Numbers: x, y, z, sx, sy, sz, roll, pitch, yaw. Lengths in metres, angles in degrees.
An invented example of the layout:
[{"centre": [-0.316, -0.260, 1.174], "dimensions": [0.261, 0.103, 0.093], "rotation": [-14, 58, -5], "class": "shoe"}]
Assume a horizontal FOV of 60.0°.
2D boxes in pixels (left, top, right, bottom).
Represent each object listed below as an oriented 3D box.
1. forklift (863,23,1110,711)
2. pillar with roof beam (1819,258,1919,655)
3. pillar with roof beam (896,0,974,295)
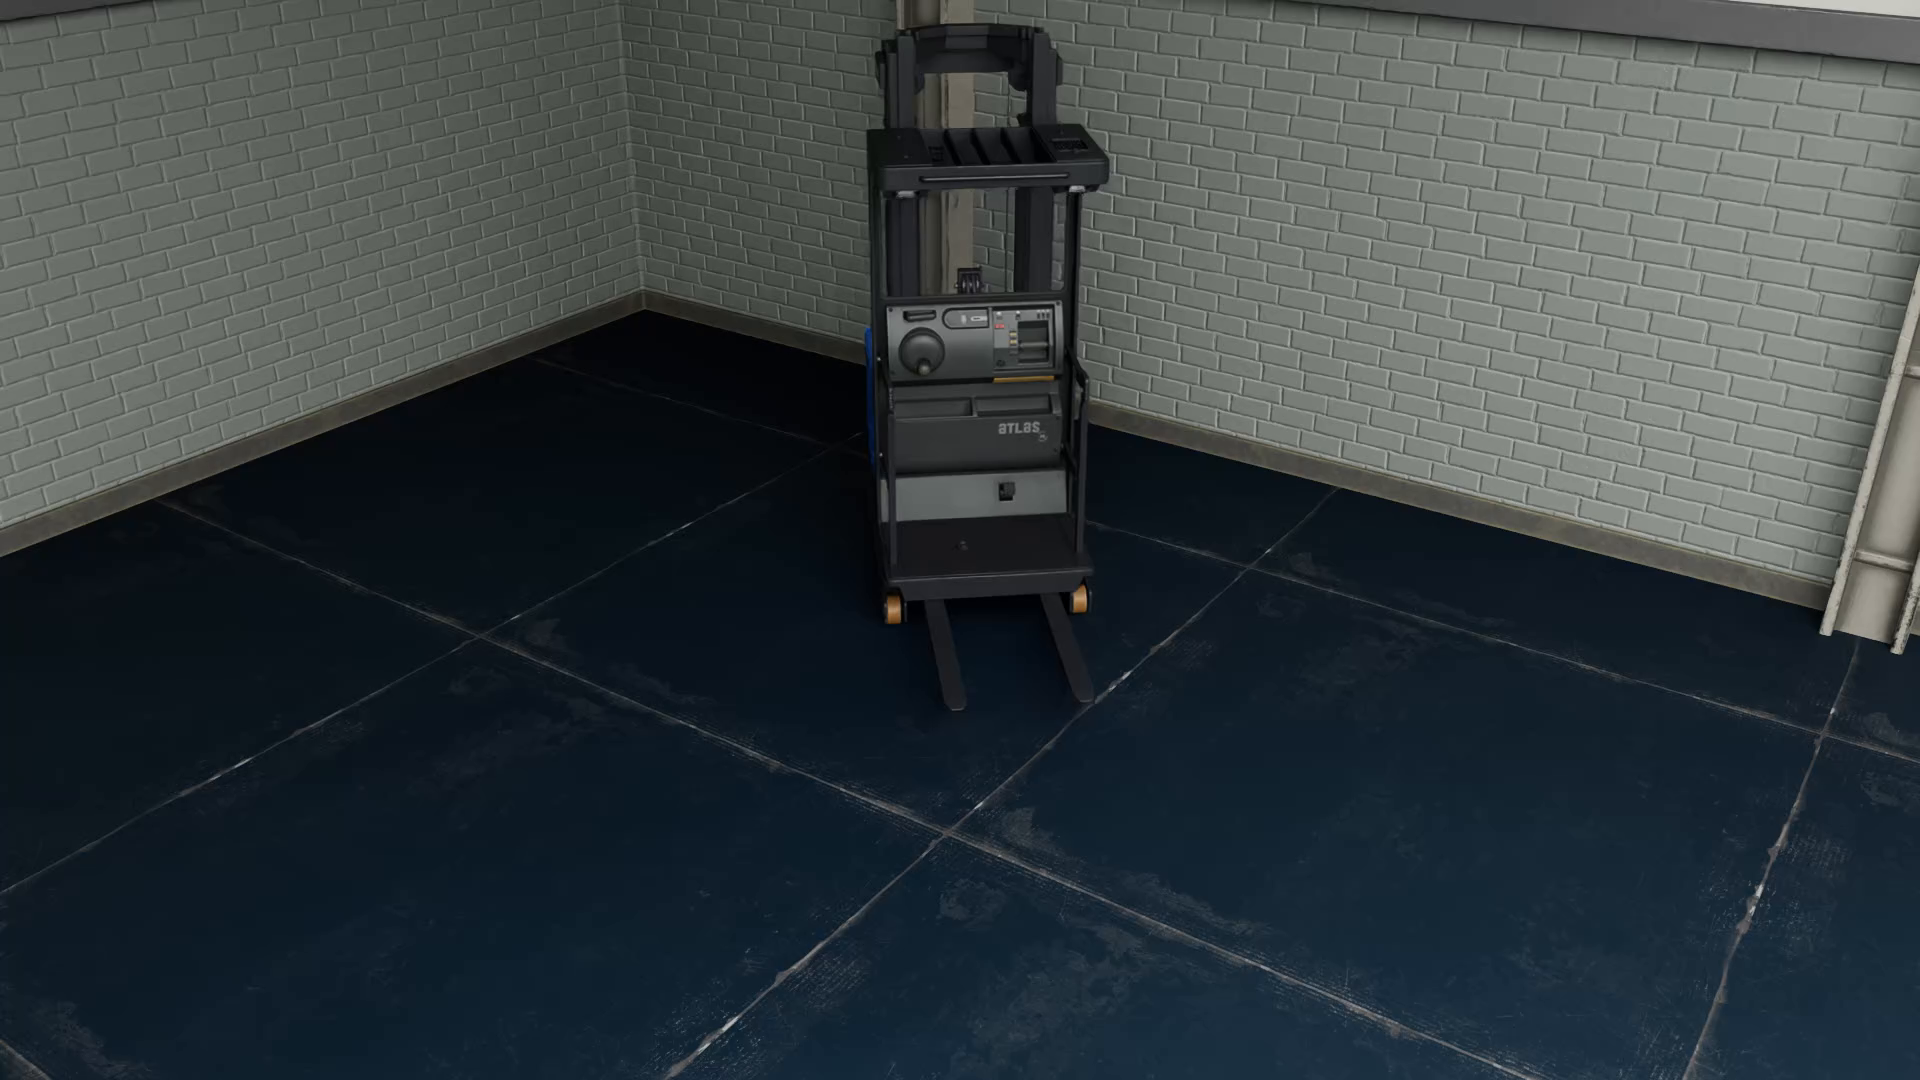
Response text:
[{"centre": [0.108, -1.019, 8.520], "dimensions": [1.130, 2.935, 3.031], "rotation": [-3, 27, -6], "class": "forklift"}, {"centre": [2.348, -1.916, 3.593], "dimensions": [0.400, 9.000, 9.100], "rotation": [17, 32, 30], "class": "pillar with roof beam"}, {"centre": [-2.598, -3.457, 6.621], "dimensions": [0.400, 9.000, 9.100], "rotation": [17, 32, 30], "class": "pillar with roof beam"}]
